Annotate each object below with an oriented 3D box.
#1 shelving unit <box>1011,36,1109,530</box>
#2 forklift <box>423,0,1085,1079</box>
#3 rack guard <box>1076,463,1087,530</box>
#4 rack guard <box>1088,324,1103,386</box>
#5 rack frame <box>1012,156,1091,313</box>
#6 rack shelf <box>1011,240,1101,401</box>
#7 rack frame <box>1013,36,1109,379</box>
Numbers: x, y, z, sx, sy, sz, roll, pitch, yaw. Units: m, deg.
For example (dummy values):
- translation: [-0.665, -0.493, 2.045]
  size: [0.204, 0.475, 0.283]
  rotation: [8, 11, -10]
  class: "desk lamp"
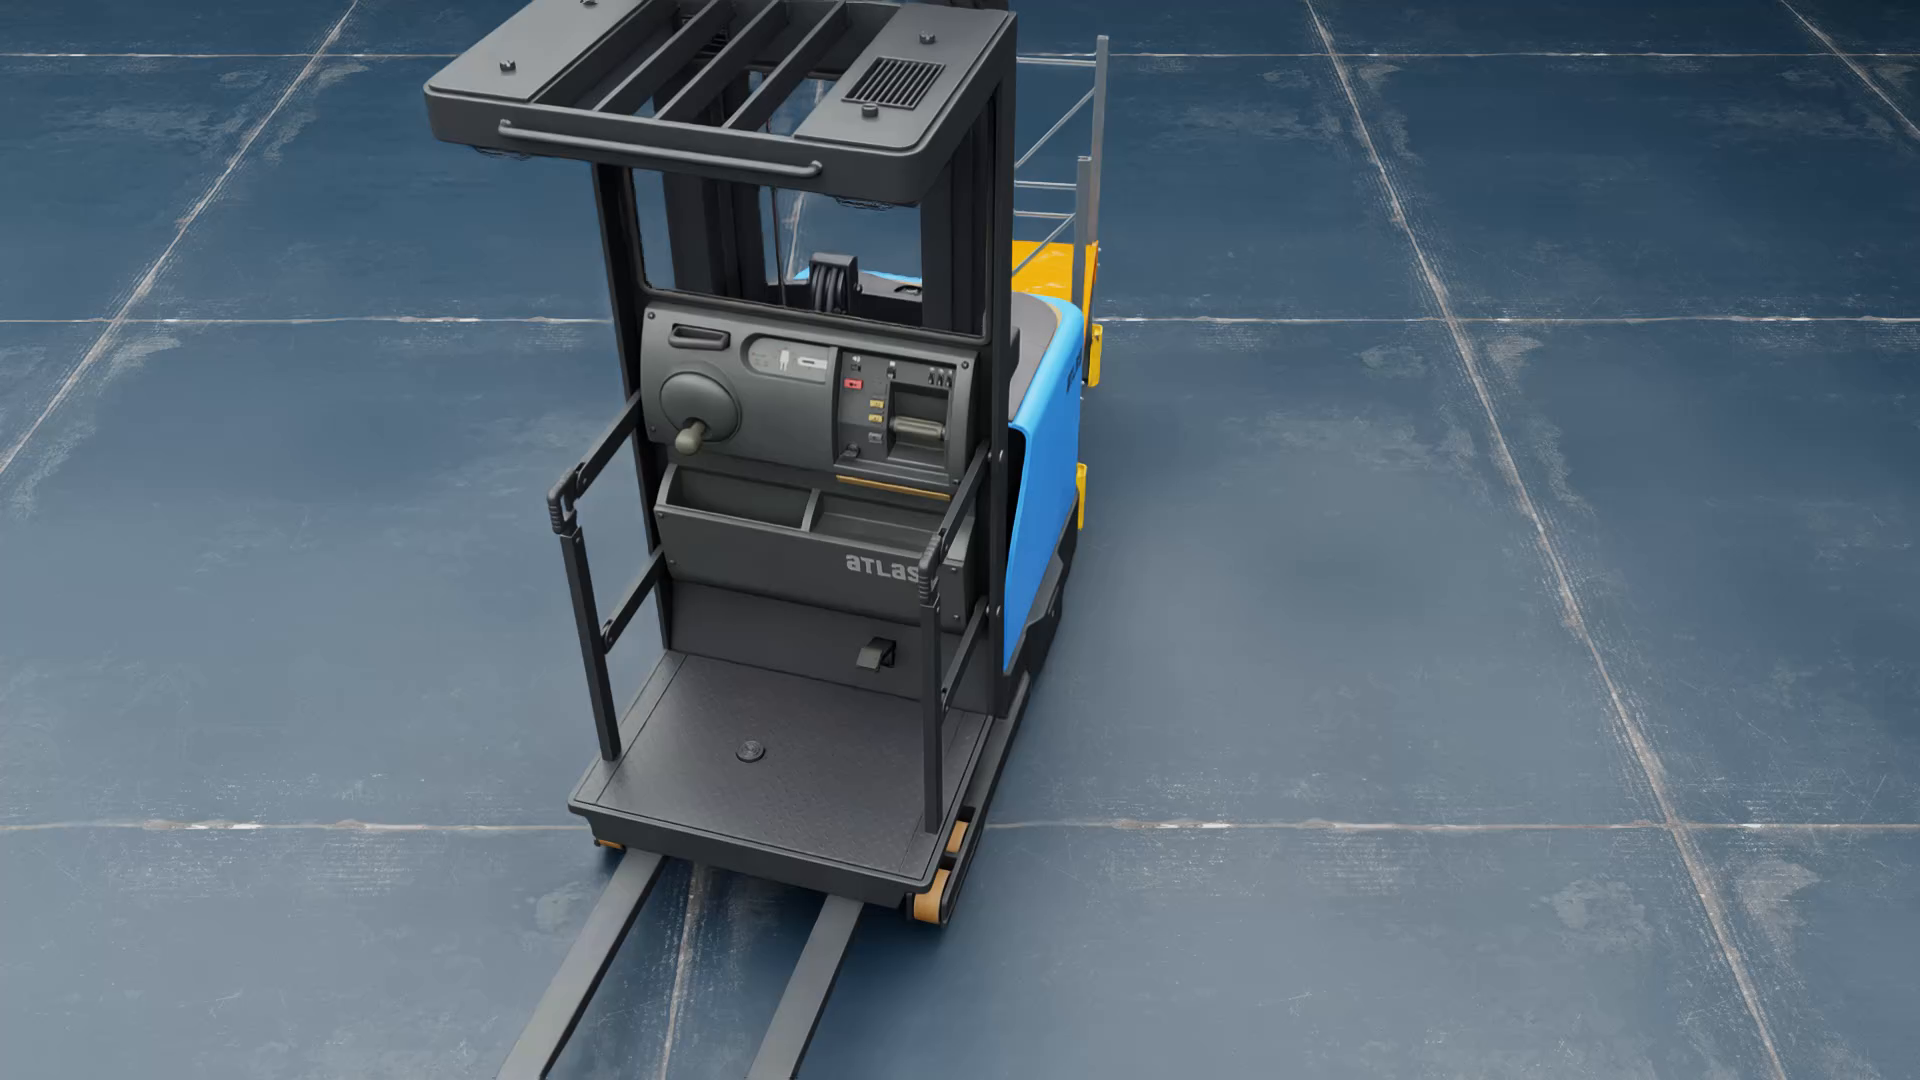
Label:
- translation: [0.240, -0.981, 6.274]
  size: [0.587, 1.500, 1.083]
  rotation: [5, 39, 6]
  class: "shelving unit"
- translation: [-0.475, -0.305, 4.286]
  size: [1.130, 2.935, 3.031]
  rotation: [10, 40, 13]
  class: "forklift"
- translation: [0.177, -0.184, 6.280]
  size: [0.587, 0.250, 0.087]
  rotation: [5, 39, 6]
  class: "rack guard"
- translation: [0.303, -0.802, 7.051]
  size: [0.587, 0.250, 0.087]
  rotation: [5, 39, 6]
  class: "rack guard"
- translation: [0.177, -0.671, 5.888]
  size: [0.500, 1.500, 0.032]
  rotation: [5, 39, 6]
  class: "rack frame"
- translation: [0.241, -0.846, 6.394]
  size: [0.538, 0.185, 1.000]
  rotation: [5, 39, 6]
  class: "rack shelf"
- translation: [0.305, -1.302, 6.675]
  size: [0.500, 1.500, 0.032]
  rotation: [5, 39, 6]
  class: "rack frame"
